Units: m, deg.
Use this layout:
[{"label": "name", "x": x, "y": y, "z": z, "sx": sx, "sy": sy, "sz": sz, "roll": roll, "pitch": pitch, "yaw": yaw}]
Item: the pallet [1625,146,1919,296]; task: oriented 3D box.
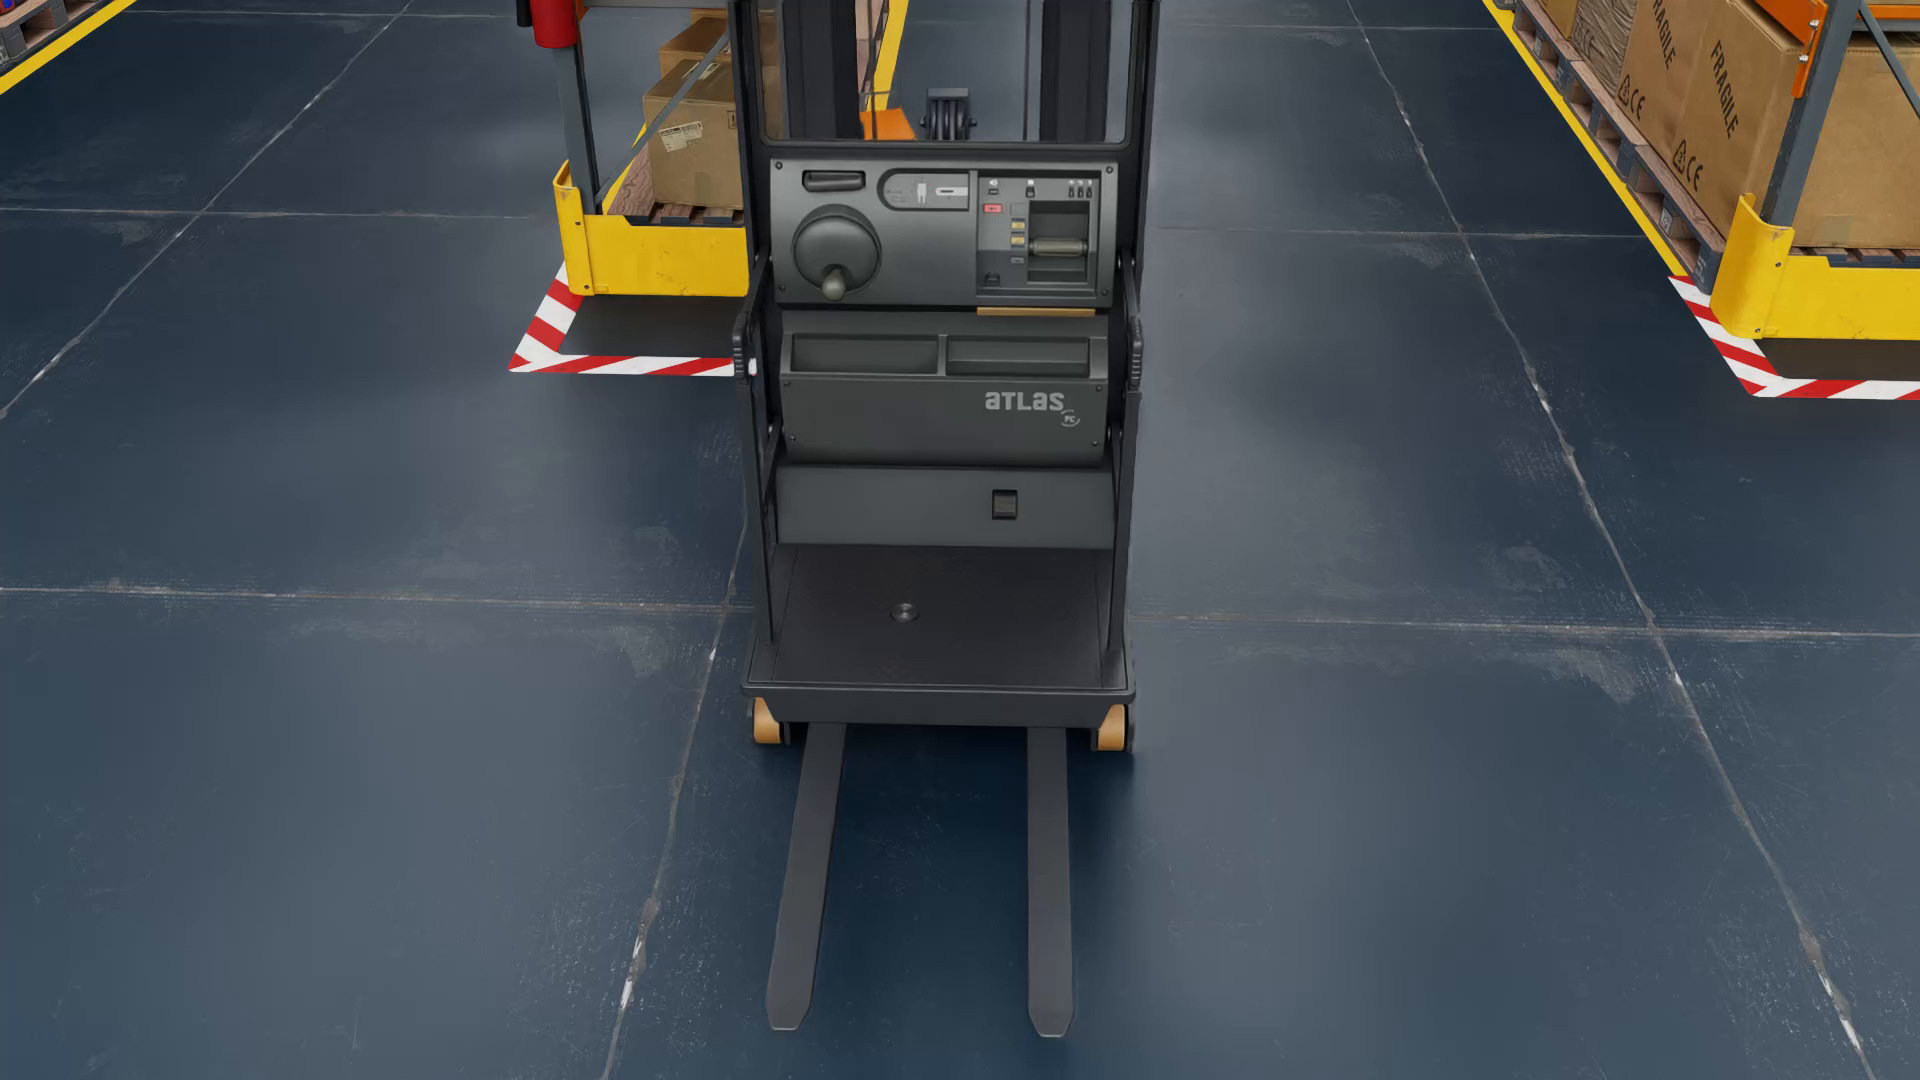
[{"label": "pallet", "x": 3.769, "y": -1.490, "z": 7.686, "sx": 1.003, "sy": 0.211, "sz": 1.213, "roll": 1, "pitch": 35, "yaw": 2}]

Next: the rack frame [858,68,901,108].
[{"label": "rack frame", "x": -0.338, "y": -1.236, "z": 6.464, "sx": 0.240, "sy": 1.200, "sz": 0.015, "roll": -7, "pitch": 36, "yaw": -11}]

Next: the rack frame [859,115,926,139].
[{"label": "rack frame", "x": -0.230, "y": -0.962, "z": 6.075, "sx": 0.240, "sy": 1.200, "sz": 0.015, "roll": -7, "pitch": 36, "yaw": -11}]

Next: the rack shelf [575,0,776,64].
[{"label": "rack shelf", "x": -1.056, "y": -3.197, "z": 8.315, "sx": 1.077, "sy": 0.370, "sz": 4.000, "roll": 1, "pitch": 35, "yaw": 2}]

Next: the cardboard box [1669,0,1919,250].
[{"label": "cardboard box", "x": 3.776, "y": -1.863, "z": 7.275, "sx": 0.875, "sy": 0.875, "sz": 0.875, "roll": 2, "pitch": 35, "yaw": 2}]

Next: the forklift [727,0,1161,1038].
[{"label": "forklift", "x": -0.049, "y": -0.769, "z": 4.295, "sx": 1.130, "sy": 2.935, "sz": 3.031, "roll": 1, "pitch": 35, "yaw": 1}]

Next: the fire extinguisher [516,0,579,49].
[{"label": "fire extinguisher", "x": -1.602, "y": -2.255, "z": 6.417, "sx": 0.296, "sy": 0.674, "sz": 0.183, "roll": 1, "pitch": 35, "yaw": 2}]

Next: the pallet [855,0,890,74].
[{"label": "pallet", "x": -0.968, "y": -3.113, "z": 9.995, "sx": 1.003, "sy": 0.211, "sz": 1.213, "roll": 1, "pitch": 35, "yaw": 2}]

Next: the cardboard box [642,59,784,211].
[{"label": "cardboard box", "x": -1.095, "y": -1.849, "z": 7.582, "sx": 0.500, "sy": 0.500, "sz": 0.500, "roll": 8, "pitch": 36, "yaw": 11}]

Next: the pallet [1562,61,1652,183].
[{"label": "pallet", "x": 3.821, "y": -2.189, "z": 8.681, "sx": 1.003, "sy": 0.211, "sz": 1.213, "roll": 1, "pitch": 35, "yaw": 2}]

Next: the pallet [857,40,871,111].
[{"label": "pallet", "x": -1.014, "y": -2.410, "z": 8.995, "sx": 1.003, "sy": 0.211, "sz": 1.213, "roll": 1, "pitch": 35, "yaw": 2}]

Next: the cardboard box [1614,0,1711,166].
[{"label": "cardboard box", "x": 3.810, "y": -2.369, "z": 7.994, "sx": 0.875, "sy": 0.875, "sz": 0.875, "roll": 1, "pitch": 35, "yaw": 1}]

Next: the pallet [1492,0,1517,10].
[{"label": "pallet", "x": 3.932, "y": -3.772, "z": 10.933, "sx": 1.003, "sy": 0.211, "sz": 1.213, "roll": 1, "pitch": 35, "yaw": 2}]

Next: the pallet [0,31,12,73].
[{"label": "pallet", "x": -6.040, "y": -2.526, "z": 9.161, "sx": 1.003, "sy": 0.211, "sz": 1.213, "roll": 1, "pitch": 35, "yaw": 2}]

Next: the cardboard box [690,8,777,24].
[{"label": "cardboard box", "x": -1.061, "y": -2.553, "z": 8.583, "sx": 0.500, "sy": 0.500, "sz": 0.500, "roll": 4, "pitch": 35, "yaw": 6}]

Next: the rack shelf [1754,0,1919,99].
[{"label": "rack shelf", "x": 3.896, "y": -3.024, "z": 8.070, "sx": 1.077, "sy": 0.370, "sz": 4.000, "roll": 1, "pitch": 35, "yaw": 2}]

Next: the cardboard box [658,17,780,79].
[{"label": "cardboard box", "x": -1.105, "y": -2.194, "z": 8.071, "sx": 0.500, "sy": 0.500, "sz": 0.500, "roll": 10, "pitch": 36, "yaw": 14}]

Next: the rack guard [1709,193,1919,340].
[{"label": "rack guard", "x": 3.814, "y": -1.133, "z": 6.927, "sx": 1.175, "sy": 0.500, "sz": 0.348, "roll": 1, "pitch": 35, "yaw": 2}]

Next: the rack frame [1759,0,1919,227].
[{"label": "rack frame", "x": 3.815, "y": -2.169, "z": 6.228, "sx": 1.000, "sy": 3.000, "sz": 0.127, "roll": 1, "pitch": 35, "yaw": 2}]

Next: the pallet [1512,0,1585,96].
[{"label": "pallet", "x": 3.867, "y": -2.892, "z": 9.681, "sx": 1.003, "sy": 0.211, "sz": 1.213, "roll": 1, "pitch": 35, "yaw": 2}]

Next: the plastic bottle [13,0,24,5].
[{"label": "plastic bottle", "x": -5.671, "y": -3.364, "z": 9.849, "sx": 0.144, "sy": 0.351, "sz": 0.185, "roll": 0, "pitch": 35, "yaw": 0}]

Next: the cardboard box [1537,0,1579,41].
[{"label": "cardboard box", "x": 3.881, "y": -3.410, "z": 9.476, "sx": 0.875, "sy": 0.875, "sz": 0.875, "roll": 2, "pitch": 35, "yaw": 3}]

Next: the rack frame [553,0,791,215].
[{"label": "rack frame", "x": -1.137, "y": -2.342, "z": 6.474, "sx": 1.000, "sy": 3.000, "sz": 0.127, "roll": 1, "pitch": 35, "yaw": 2}]

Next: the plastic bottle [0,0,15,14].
[{"label": "plastic bottle", "x": -5.635, "y": -3.242, "z": 9.734, "sx": 0.061, "sy": 0.283, "sz": 0.133, "roll": 4, "pitch": 35, "yaw": 5}]

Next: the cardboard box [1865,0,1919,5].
[{"label": "cardboard box", "x": 3.785, "y": -2.445, "z": 6.490, "sx": 0.875, "sy": 0.550, "sz": 0.550, "roll": 1, "pitch": 35, "yaw": 2}]

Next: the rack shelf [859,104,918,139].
[{"label": "rack shelf", "x": -0.284, "y": -1.420, "z": 6.044, "sx": 0.258, "sy": 0.148, "sz": 0.480, "roll": -7, "pitch": 36, "yaw": -11}]

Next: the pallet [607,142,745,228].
[{"label": "pallet", "x": -1.066, "y": -1.711, "z": 8.001, "sx": 1.003, "sy": 0.211, "sz": 1.213, "roll": 1, "pitch": 35, "yaw": 2}]

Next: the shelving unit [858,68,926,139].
[{"label": "shelving unit", "x": -0.284, "y": -1.099, "z": 6.270, "sx": 0.258, "sy": 1.200, "sz": 0.503, "roll": -7, "pitch": 36, "yaw": -11}]

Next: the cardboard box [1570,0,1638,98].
[{"label": "cardboard box", "x": 3.848, "y": -2.892, "z": 8.739, "sx": 0.875, "sy": 0.875, "sz": 0.875, "roll": 2, "pitch": 35, "yaw": 2}]

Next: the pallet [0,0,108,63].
[{"label": "pallet", "x": -5.994, "y": -3.229, "z": 10.161, "sx": 1.003, "sy": 0.211, "sz": 1.213, "roll": 1, "pitch": 35, "yaw": 2}]

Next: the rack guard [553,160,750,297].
[{"label": "rack guard", "x": -1.134, "y": -1.363, "z": 7.255, "sx": 1.175, "sy": 0.500, "sz": 0.348, "roll": 1, "pitch": 35, "yaw": 2}]
